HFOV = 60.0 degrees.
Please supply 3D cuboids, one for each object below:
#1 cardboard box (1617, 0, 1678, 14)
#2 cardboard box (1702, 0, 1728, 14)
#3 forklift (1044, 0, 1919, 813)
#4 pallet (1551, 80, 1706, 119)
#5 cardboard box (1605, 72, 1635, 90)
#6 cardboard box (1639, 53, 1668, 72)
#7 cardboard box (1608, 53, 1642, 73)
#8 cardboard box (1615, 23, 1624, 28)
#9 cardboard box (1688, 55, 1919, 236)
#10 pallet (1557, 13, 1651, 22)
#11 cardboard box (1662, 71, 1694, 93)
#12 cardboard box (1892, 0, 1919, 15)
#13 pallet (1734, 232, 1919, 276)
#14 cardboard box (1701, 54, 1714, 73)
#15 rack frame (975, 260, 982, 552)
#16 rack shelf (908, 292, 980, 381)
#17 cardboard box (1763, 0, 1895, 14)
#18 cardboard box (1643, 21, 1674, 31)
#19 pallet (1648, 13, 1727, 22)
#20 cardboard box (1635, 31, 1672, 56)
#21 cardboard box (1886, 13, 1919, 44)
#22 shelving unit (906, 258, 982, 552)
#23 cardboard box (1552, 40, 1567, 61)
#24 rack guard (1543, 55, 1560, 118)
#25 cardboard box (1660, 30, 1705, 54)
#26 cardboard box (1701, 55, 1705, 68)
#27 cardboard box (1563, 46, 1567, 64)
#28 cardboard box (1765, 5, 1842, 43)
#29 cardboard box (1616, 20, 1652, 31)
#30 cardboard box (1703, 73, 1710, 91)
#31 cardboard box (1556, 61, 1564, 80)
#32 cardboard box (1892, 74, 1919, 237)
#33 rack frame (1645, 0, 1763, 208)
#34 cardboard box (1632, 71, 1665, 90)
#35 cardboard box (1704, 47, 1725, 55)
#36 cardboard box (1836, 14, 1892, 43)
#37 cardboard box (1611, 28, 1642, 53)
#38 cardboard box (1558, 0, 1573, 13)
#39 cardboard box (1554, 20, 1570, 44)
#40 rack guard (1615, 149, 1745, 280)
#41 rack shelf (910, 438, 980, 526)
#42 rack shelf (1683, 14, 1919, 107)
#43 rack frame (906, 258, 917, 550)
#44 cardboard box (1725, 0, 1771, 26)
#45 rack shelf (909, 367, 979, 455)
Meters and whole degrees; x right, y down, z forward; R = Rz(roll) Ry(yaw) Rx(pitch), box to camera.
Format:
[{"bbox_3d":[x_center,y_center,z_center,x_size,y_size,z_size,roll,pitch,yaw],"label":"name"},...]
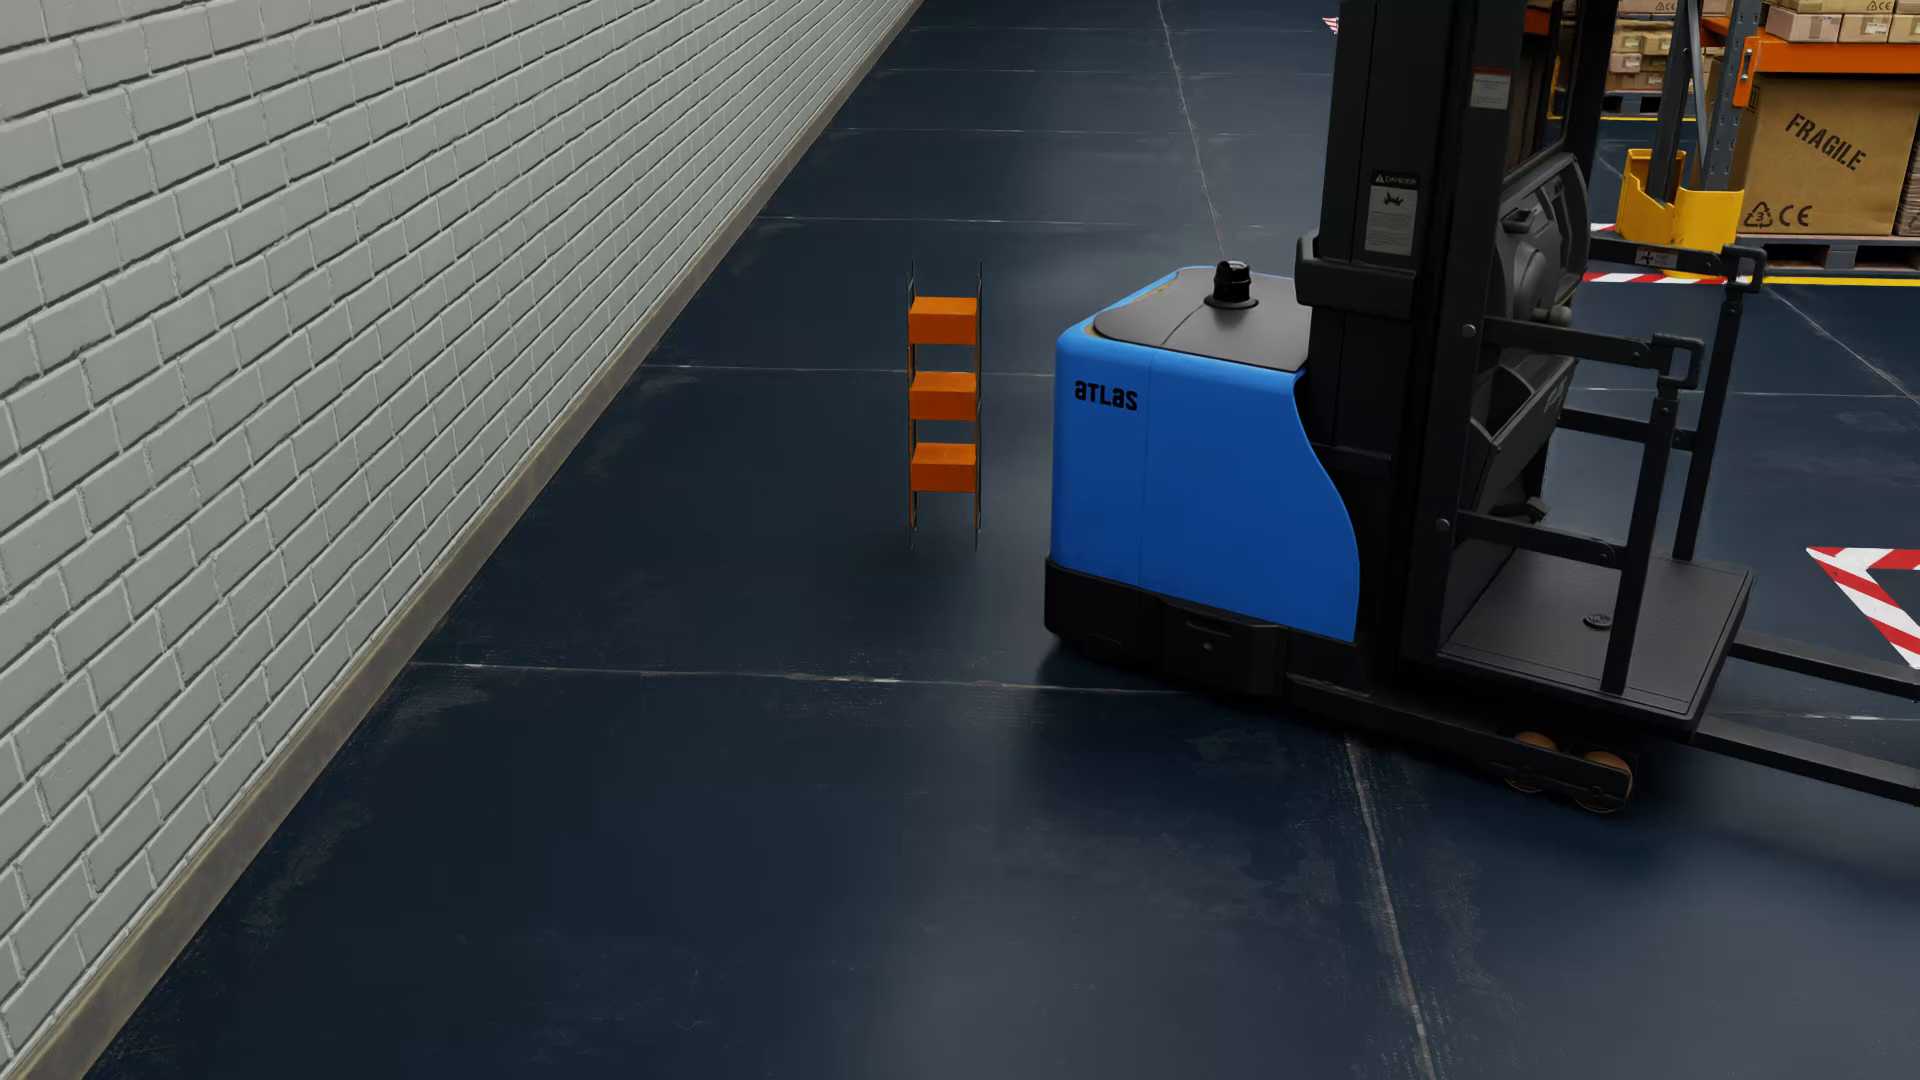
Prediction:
[{"bbox_3d":[7.524,-6.215,18.731,0.875,0.438,0.875,1,25,2],"label":"cardboard box"},{"bbox_3d":[8.417,-6.186,18.669,0.875,0.438,0.875,1,25,3],"label":"cardboard box"},{"bbox_3d":[1.800,-0.829,4.546,3.031,2.935,1.130,15,28,29],"label":"forklift"},{"bbox_3d":[5.652,-3.847,14.357,1.213,0.211,1.003,2,25,4],"label":"pallet"},{"bbox_3d":[5.534,-3.928,14.106,0.250,0.149,0.380,2,25,4],"label":"cardboard box"},{"bbox_3d":[5.791,-4.060,14.038,0.250,0.149,0.380,2,25,5],"label":"cardboard box"},{"bbox_3d":[5.540,-4.031,13.975,0.250,0.149,0.380,2,25,4],"label":"cardboard box"},{"bbox_3d":[5.562,-4.379,14.375,0.250,0.149,0.380,2,25,5],"label":"cardboard box"},{"bbox_3d":[4.932,-2.331,9.767,0.875,0.875,0.875,2,25,4],"label":"cardboard box"},{"bbox_3d":[7.063,-5.923,18.869,1.213,0.211,1.003,2,25,4],"label":"pallet"},{"bbox_3d":[6.028,-3.869,13.977,0.250,0.149,0.380,2,25,5],"label":"cardboard box"},{"bbox_3d":[5.265,-3.018,9.043,0.500,0.250,0.500,2,25,3],"label":"cardboard box"},{"bbox_3d":[5.091,-1.833,9.980,1.213,0.211,1.003,2,25,4],"label":"pallet"},{"bbox_3d":[6.310,-4.038,13.989,0.250,0.149,0.380,1,25,1],"label":"cardboard box"},{"bbox_3d":[0.068,-0.475,6.026,0.008,1.050,0.200,2,25,4],"label":"rack frame"},{"bbox_3d":[-0.053,-0.727,5.920,0.240,0.259,0.215,2,25,4],"label":"rack shelf"},{"bbox_3d":[4.746,-3.032,9.073,0.500,0.250,0.500,1,25,3],"label":"cardboard box"},{"bbox_3d":[6.083,-4.389,14.396,0.250,0.149,0.380,1,25,2],"label":"cardboard box"},{"bbox_3d":[8.283,-5.885,18.787,1.213,0.211,1.003,2,25,4],"label":"pallet"},{"bbox_3d":[5.790,-4.144,13.864,0.250,0.149,0.380,2,25,4],"label":"cardboard box"},{"bbox_3d":[5.128,-2.814,9.077,0.250,0.149,0.380,1,25,3],"label":"cardboard box"},{"bbox_3d":[-0.053,-0.479,6.034,0.252,1.050,0.215,2,25,4],"label":"shelving unit"},{"bbox_3d":[5.317,-4.289,14.536,0.250,0.149,0.380,1,25,3],"label":"cardboard box"},{"bbox_3d":[4.844,-4.018,14.385,0.348,0.500,1.175,2,25,4],"label":"rack guard"},{"bbox_3d":[6.044,-4.170,13.921,0.250,0.149,0.380,1,25,1],"label":"cardboard box"},{"bbox_3d":[6.038,-4.007,13.922,0.250,0.149,0.380,3,25,6],"label":"cardboard box"},{"bbox_3d":[5.271,-4.064,14.045,0.250,0.149,0.380,3,25,6],"label":"cardboard box"},{"bbox_3d":[4.617,-2.829,9.111,0.250,0.149,0.380,2,25,5],"label":"cardboard box"},{"bbox_3d":[5.830,-4.424,14.472,0.250,0.149,0.380,1,25,3],"label":"cardboard box"},{"bbox_3d":[6.290,-3.900,14.046,0.250,0.149,0.380,2,25,4],"label":"cardboard box"},{"bbox_3d":[5.309,-4.122,14.528,0.250,0.149,0.380,2,25,5],"label":"cardboard box"},{"bbox_3d":[5.840,-2.302,9.703,0.875,0.875,0.875,2,25,4],"label":"cardboard box"},{"bbox_3d":[4.288,-3.092,9.382,0.127,3.000,1.000,2,25,4],"label":"rack frame"},{"bbox_3d":[5.782,-3.923,14.095,0.250,0.149,0.380,2,25,5],"label":"cardboard box"},{"bbox_3d":[6.320,-4.158,13.894,0.250,0.149,0.380,3,25,6],"label":"cardboard box"},{"bbox_3d":[4.873,-2.822,9.095,0.250,0.149,0.380,1,25,3],"label":"cardboard box"},{"bbox_3d":[5.549,-4.205,13.997,0.250,0.149,0.380,2,25,5],"label":"cardboard box"},{"bbox_3d":[6.626,-6.244,18.795,0.875,0.438,0.875,2,25,5],"label":"cardboard box"},{"bbox_3d":[5.316,-4.411,14.444,0.250,0.149,0.380,2,25,5],"label":"cardboard box"},{"bbox_3d":[4.264,-1.958,9.906,0.348,0.500,1.175,2,25,4],"label":"rack guard"},{"bbox_3d":[-0.053,-0.217,6.155,0.240,0.259,0.215,2,25,4],"label":"rack shelf"},{"bbox_3d":[6.282,-2.702,9.394,4.000,0.370,1.077,2,25,4],"label":"rack shelf"},{"bbox_3d":[-0.175,-0.483,6.043,0.008,1.050,0.200,2,25,4],"label":"rack frame"},{"bbox_3d":[4.668,-3.104,9.708,0.250,0.149,0.380,2,25,5],"label":"cardboard box"},{"bbox_3d":[-0.053,-0.469,6.039,0.240,0.259,0.215,2,25,4],"label":"rack shelf"}]
